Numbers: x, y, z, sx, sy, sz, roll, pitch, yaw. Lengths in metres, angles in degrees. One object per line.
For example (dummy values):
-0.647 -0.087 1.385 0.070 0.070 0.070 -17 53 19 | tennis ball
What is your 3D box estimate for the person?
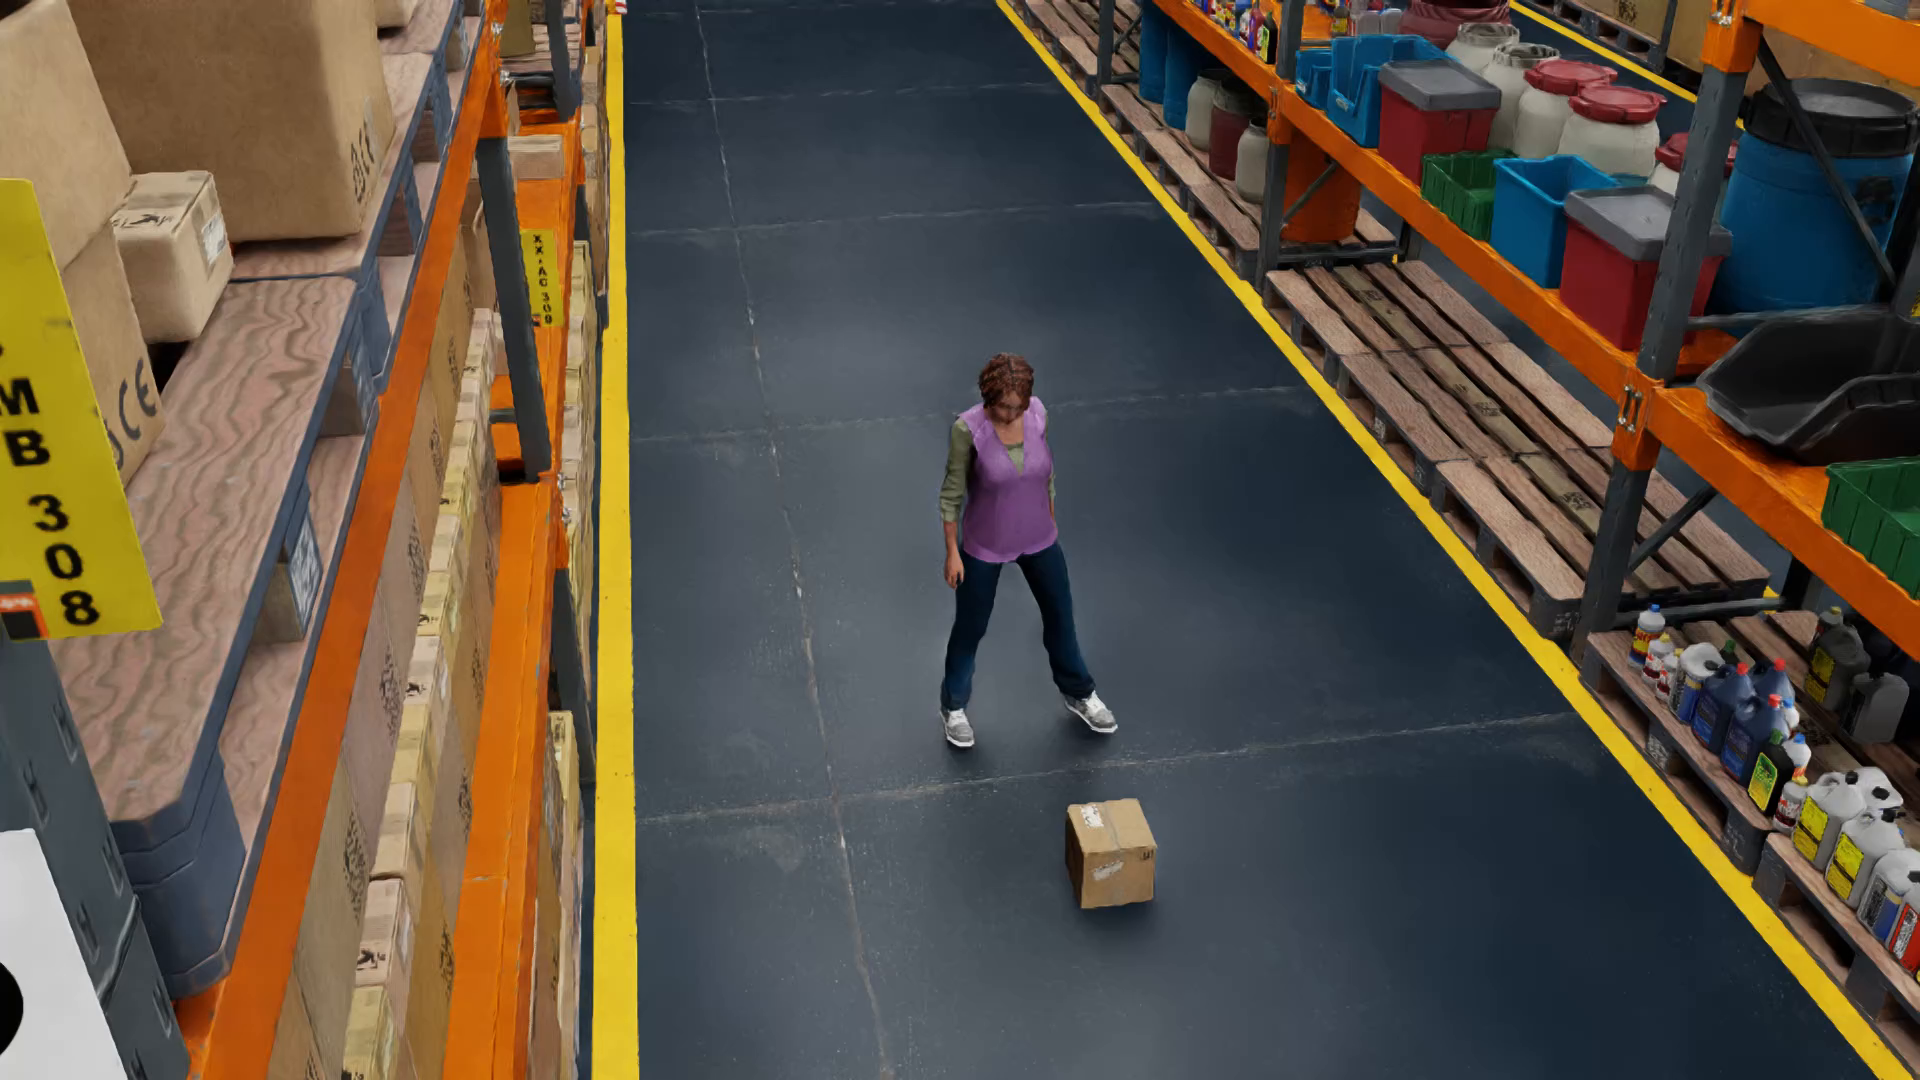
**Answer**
0.246 0.043 6.055 0.623 1.574 0.448 -12 33 -19 | person
